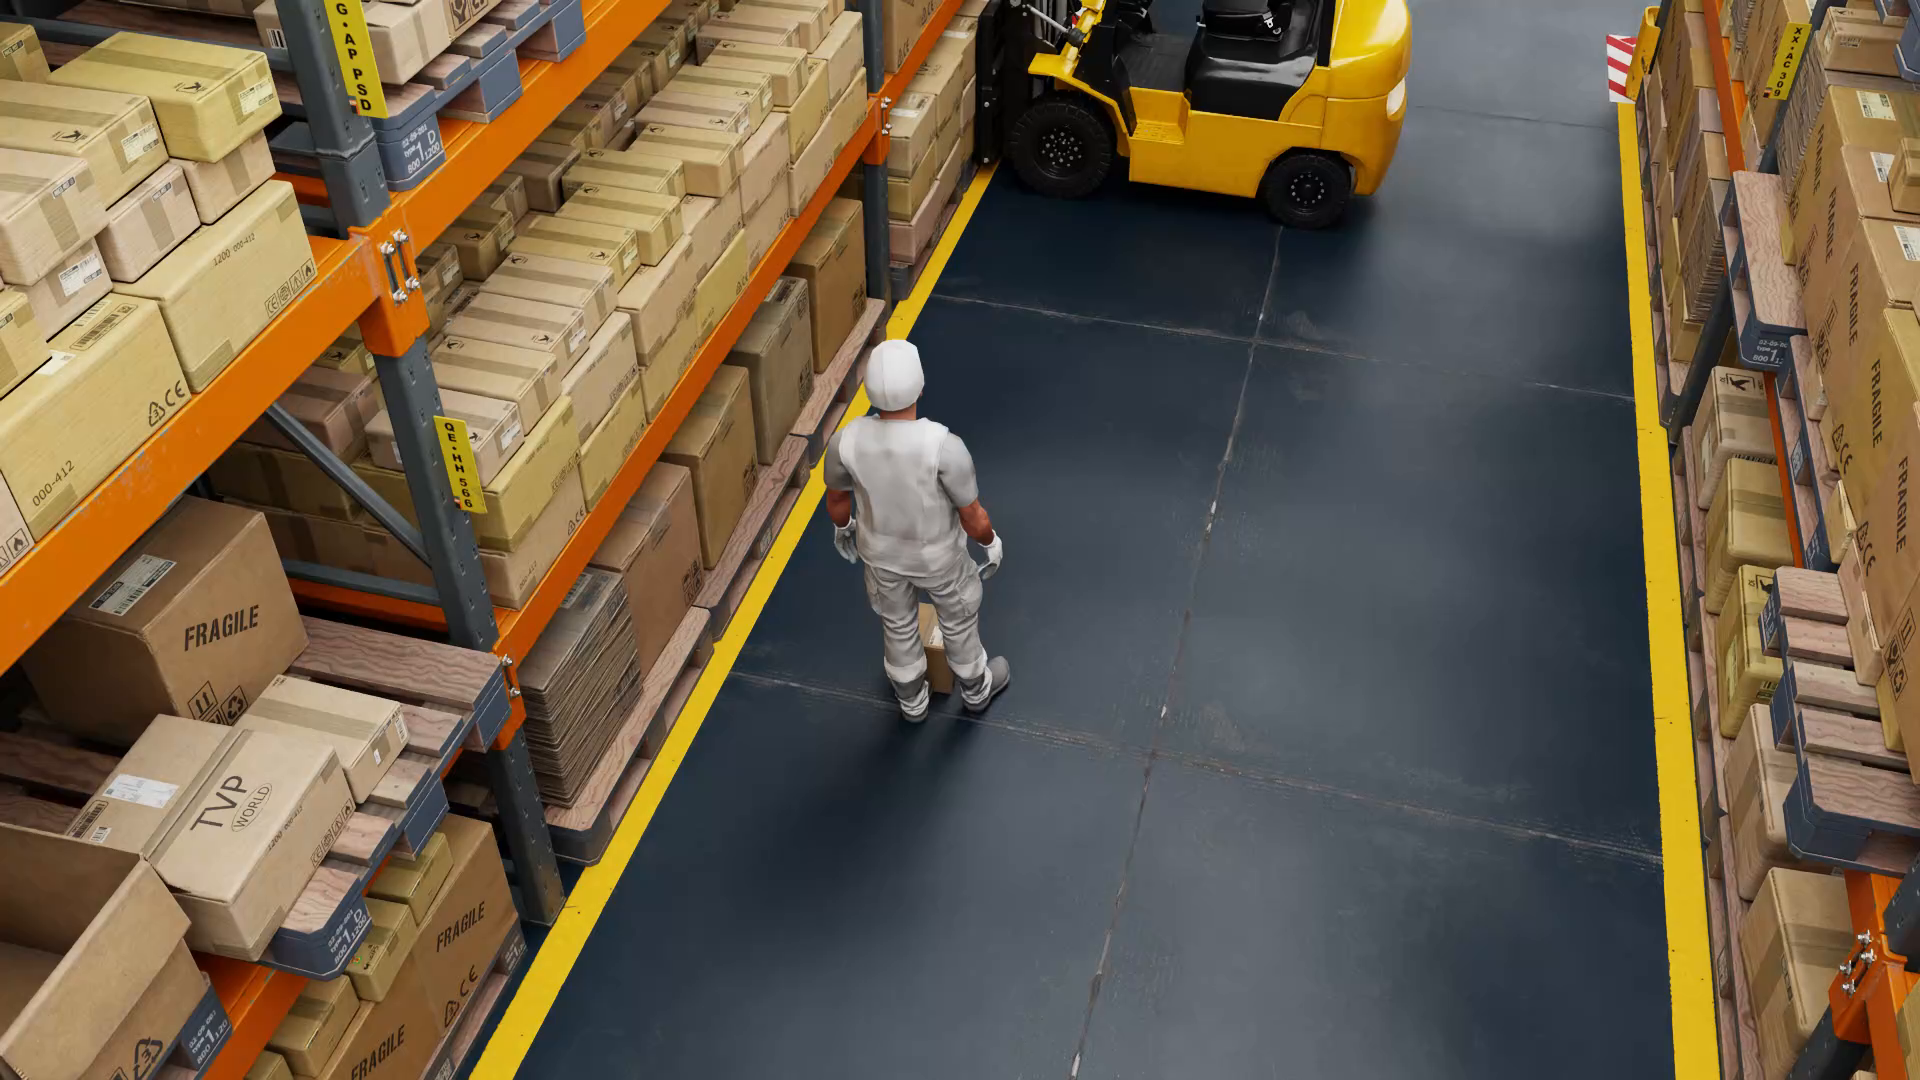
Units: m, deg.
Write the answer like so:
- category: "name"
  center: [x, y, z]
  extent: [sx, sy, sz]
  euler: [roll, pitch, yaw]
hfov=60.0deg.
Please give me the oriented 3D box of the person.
- category: "person"
  center: [-0.145, -0.025, 6.154]
  extent: [0.637, 1.790, 0.562]
  euler: [10, 42, 11]
